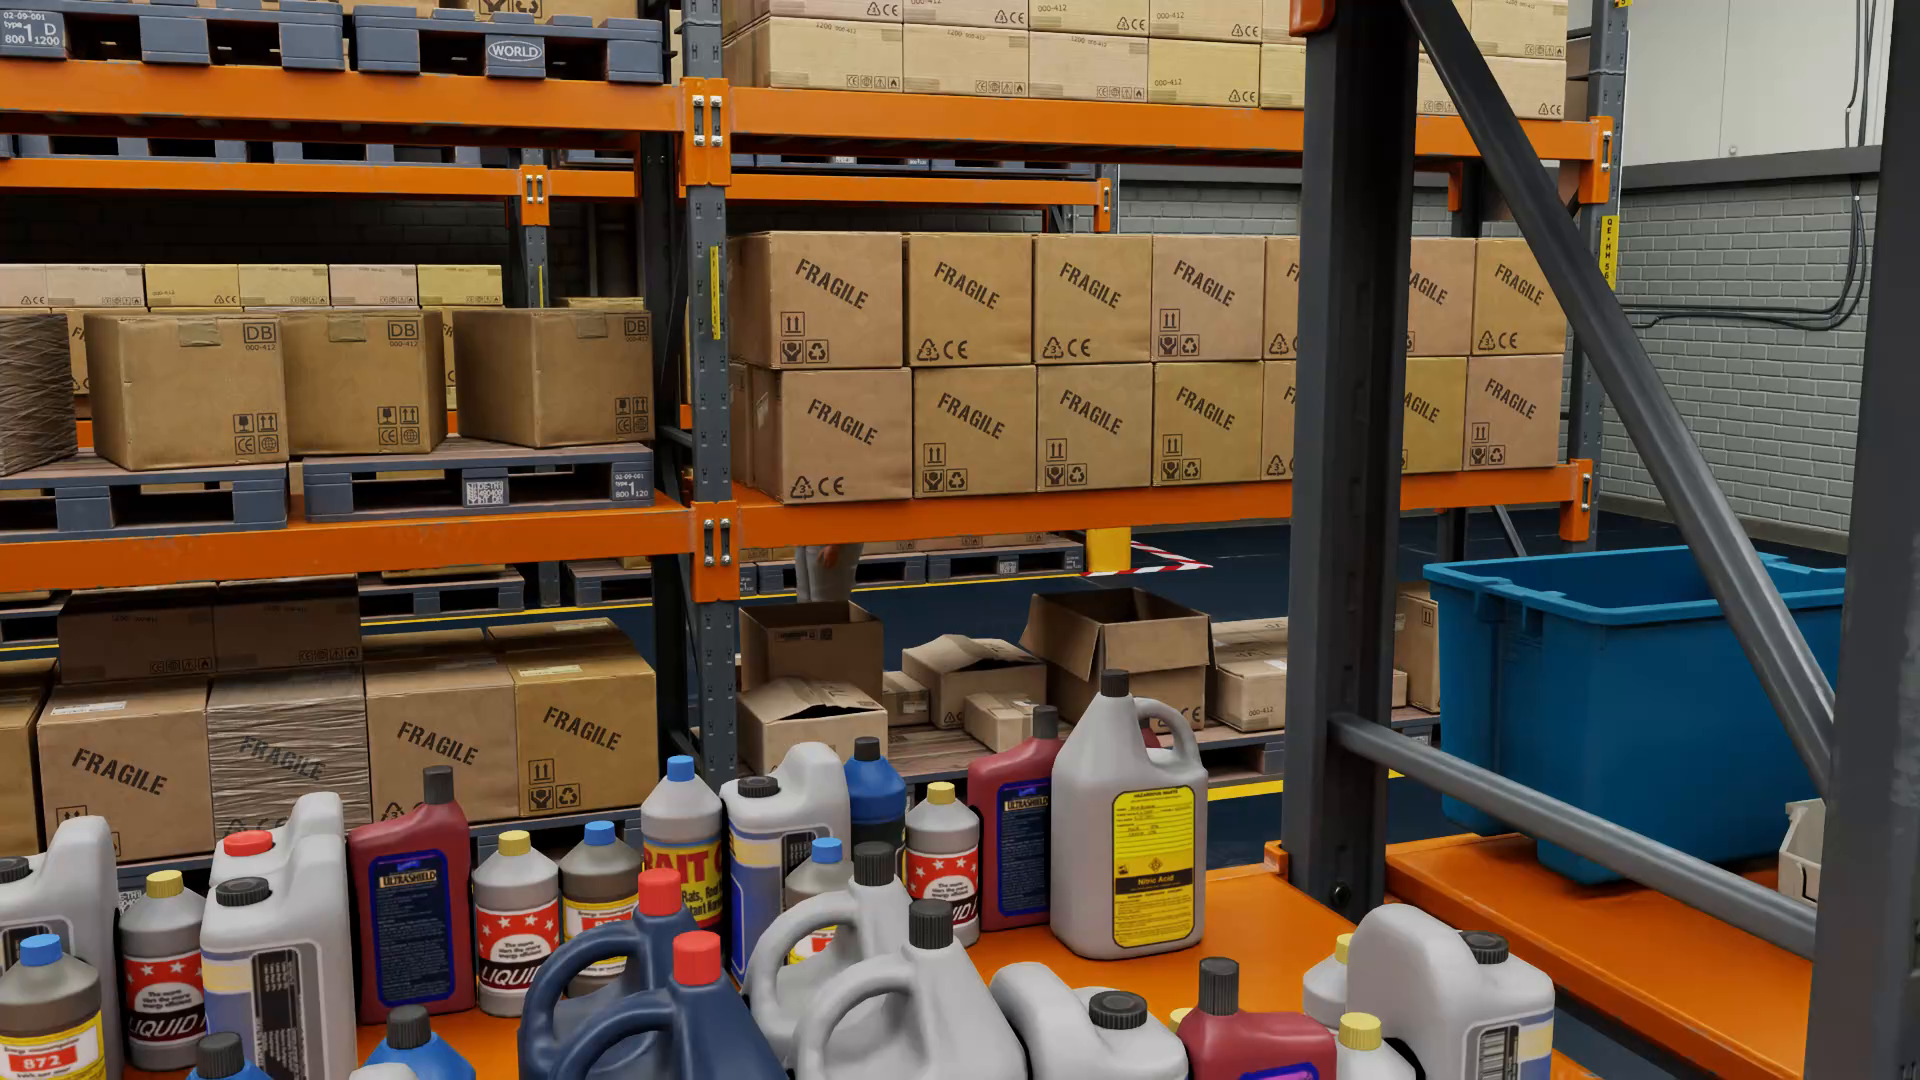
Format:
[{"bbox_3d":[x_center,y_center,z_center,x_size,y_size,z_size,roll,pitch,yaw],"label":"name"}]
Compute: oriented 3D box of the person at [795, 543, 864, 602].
[{"bbox_3d":[-0.675,0.009,8.375,0.388,1.674,0.469,-3,10,-20],"label":"person"}]
